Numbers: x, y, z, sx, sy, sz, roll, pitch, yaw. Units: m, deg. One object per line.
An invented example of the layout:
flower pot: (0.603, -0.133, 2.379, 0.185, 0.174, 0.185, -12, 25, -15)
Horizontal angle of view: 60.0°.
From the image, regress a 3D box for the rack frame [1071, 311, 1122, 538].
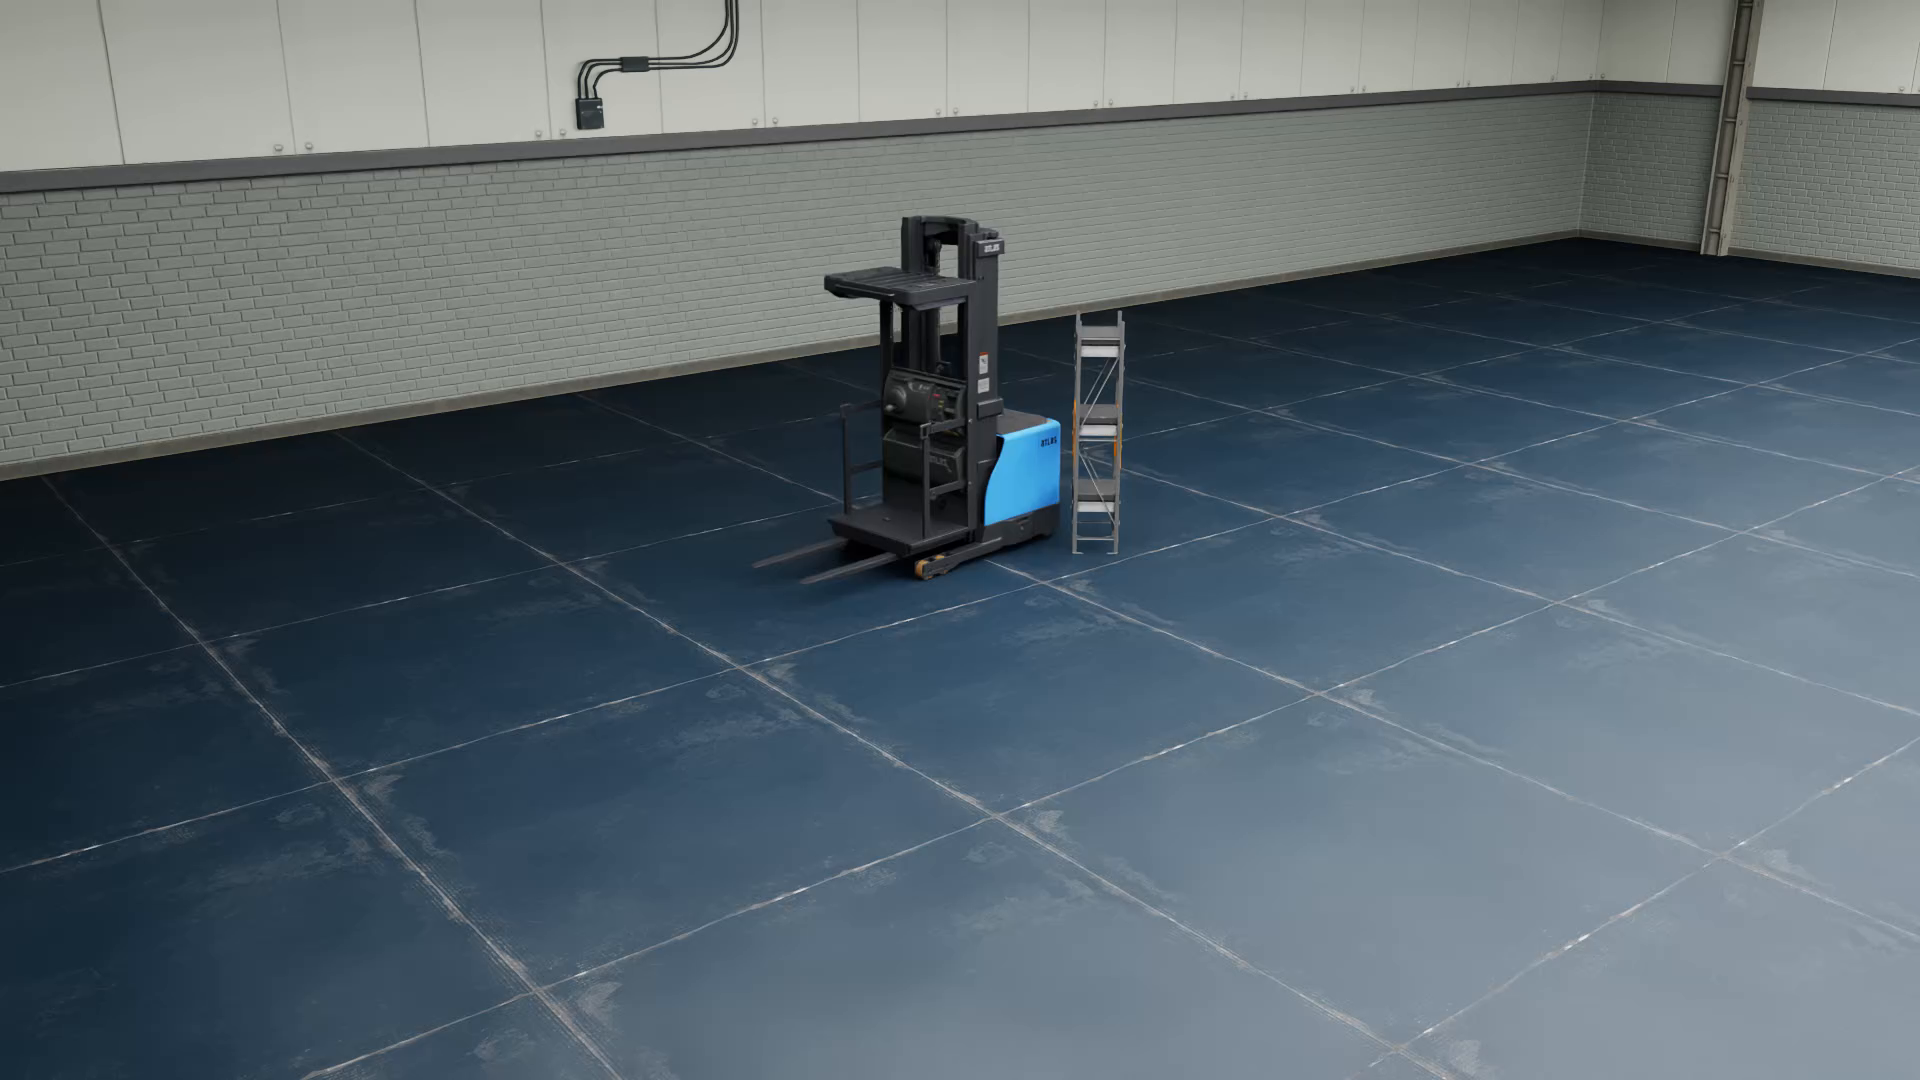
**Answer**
rack frame: (1.227, -1.024, 15.002, 0.400, 2.100, 0.015, 1, 18, 2)

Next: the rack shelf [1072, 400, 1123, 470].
rack shelf: (1.216, -0.934, 14.775, 0.431, 0.518, 0.480, 1, 18, 2)

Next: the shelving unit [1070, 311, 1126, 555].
shelving unit: (1.216, -0.947, 14.770, 0.431, 2.100, 0.503, 1, 18, 2)

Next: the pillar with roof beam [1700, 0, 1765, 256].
pillar with roof beam: (10.992, -8.875, 27.738, 9.100, 9.000, 0.400, -14, 23, -36)

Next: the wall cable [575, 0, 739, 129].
wall cable: (-3.666, -8.015, 19.730, 2.305, 6.003, 0.169, -14, 23, -36)

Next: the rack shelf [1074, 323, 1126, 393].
rack shelf: (1.216, -1.599, 14.555, 0.431, 0.518, 0.480, 1, 18, 2)

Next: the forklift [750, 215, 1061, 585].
forklift: (-0.460, -1.232, 14.308, 1.130, 2.935, 3.031, 17, 25, 41)

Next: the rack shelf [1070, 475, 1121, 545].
rack shelf: (1.216, -0.270, 14.995, 0.431, 0.518, 0.480, 1, 18, 2)

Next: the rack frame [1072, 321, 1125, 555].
rack frame: (1.206, -0.871, 14.539, 0.400, 2.100, 0.015, 1, 18, 2)
